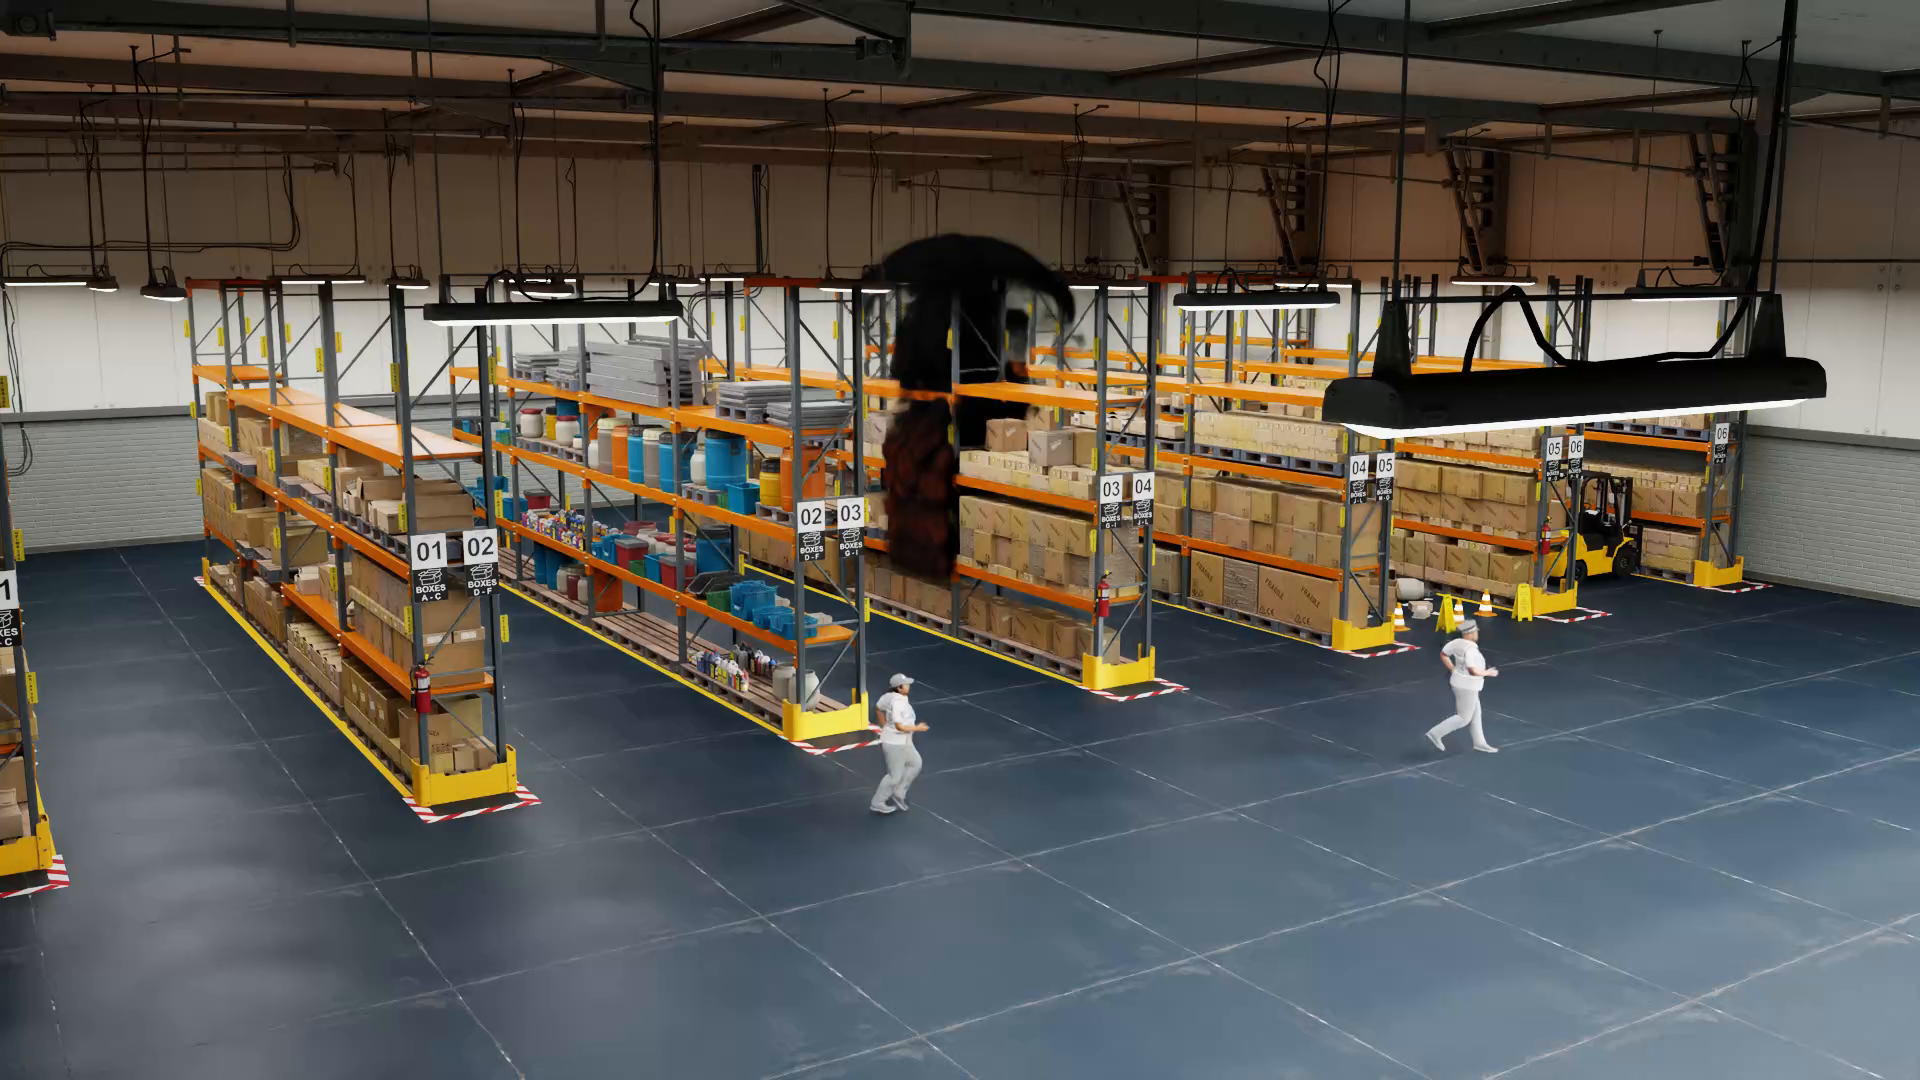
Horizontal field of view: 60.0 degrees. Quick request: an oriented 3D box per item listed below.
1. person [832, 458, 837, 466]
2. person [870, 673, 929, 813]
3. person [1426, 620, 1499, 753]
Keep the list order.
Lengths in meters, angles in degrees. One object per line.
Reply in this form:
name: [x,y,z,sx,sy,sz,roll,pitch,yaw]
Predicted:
person: [-3.124,-1.404,41.565,0.695,1.586,0.563,8,13,41]
person: [-0.701,2.352,19.117,0.686,1.655,0.593,-1,10,-4]
person: [6.485,1.895,21.353,0.982,1.783,0.668,0,10,-1]
